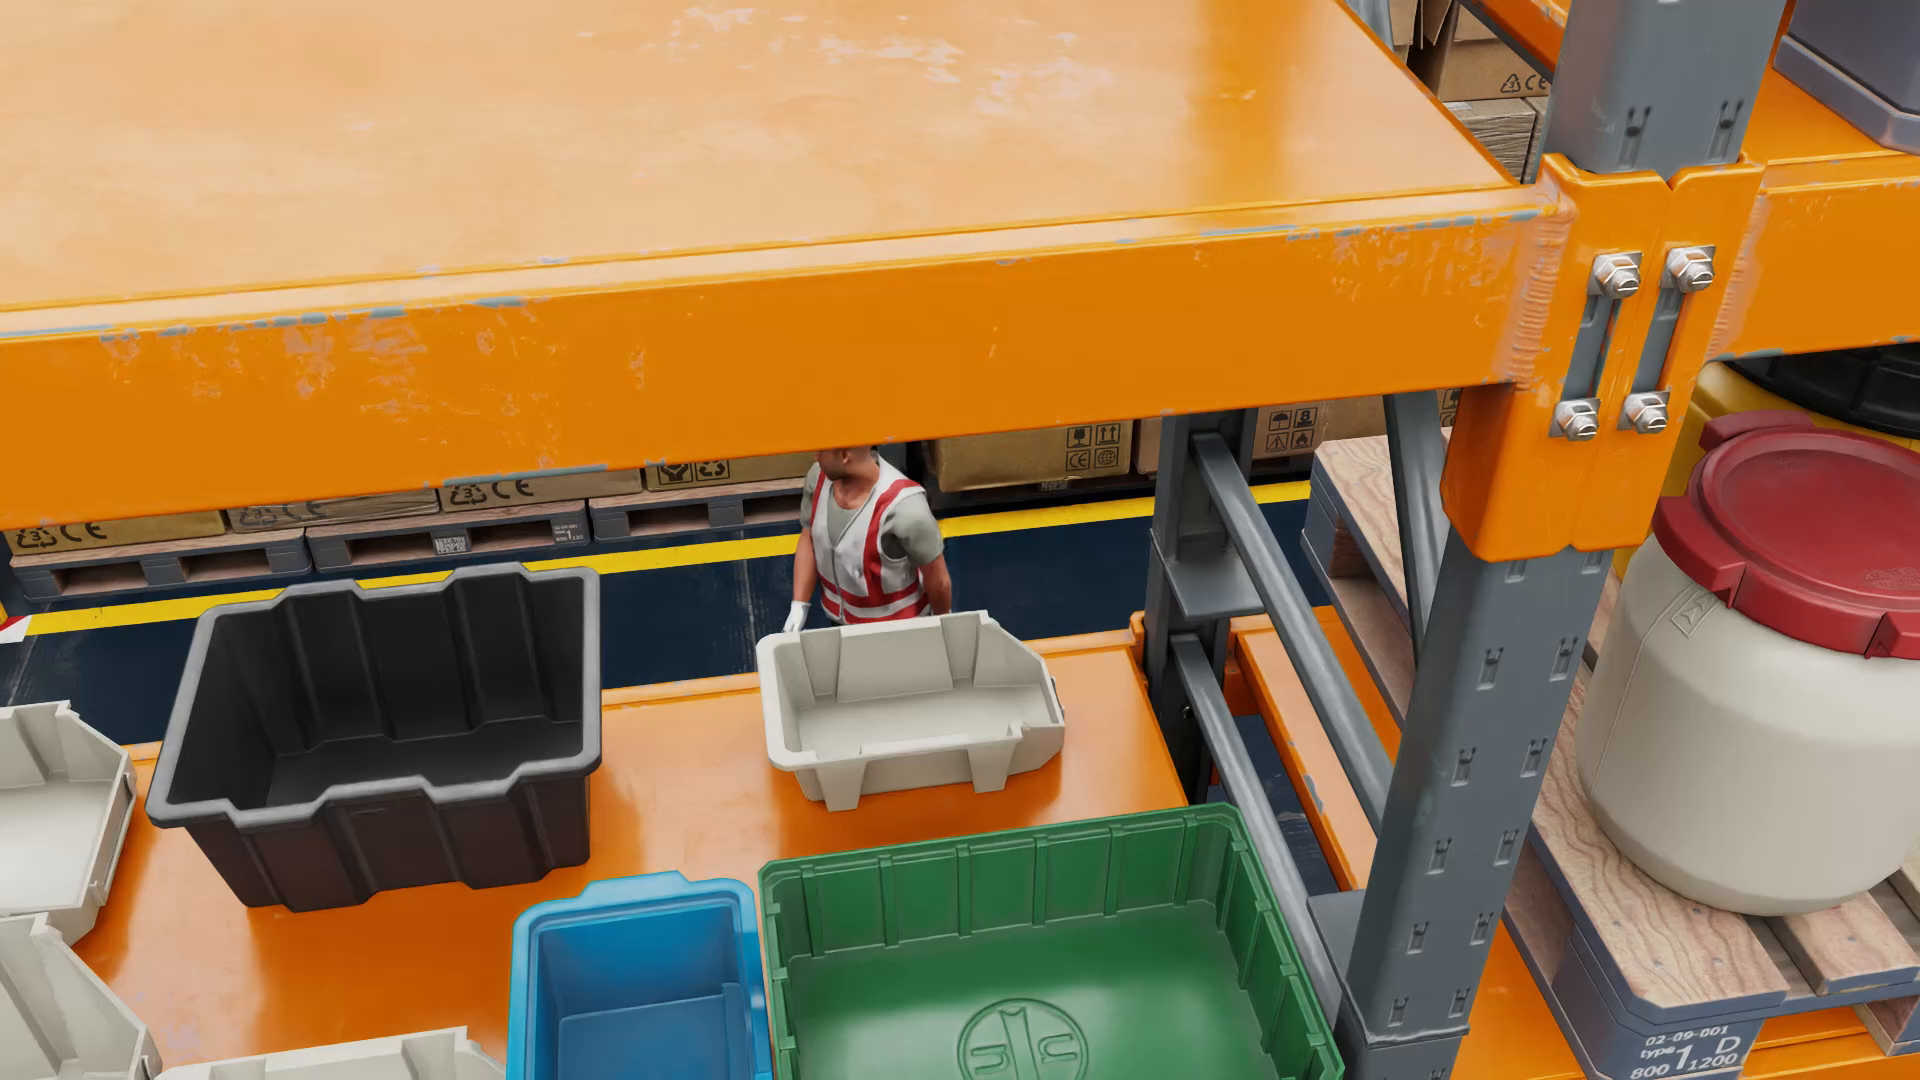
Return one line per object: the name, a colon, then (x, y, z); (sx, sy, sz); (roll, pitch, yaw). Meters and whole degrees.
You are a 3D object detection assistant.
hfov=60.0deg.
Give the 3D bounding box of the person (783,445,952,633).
person: (-0.312, 0.271, 5.808); (0.579, 1.745, 0.879); (30, 47, 33)
